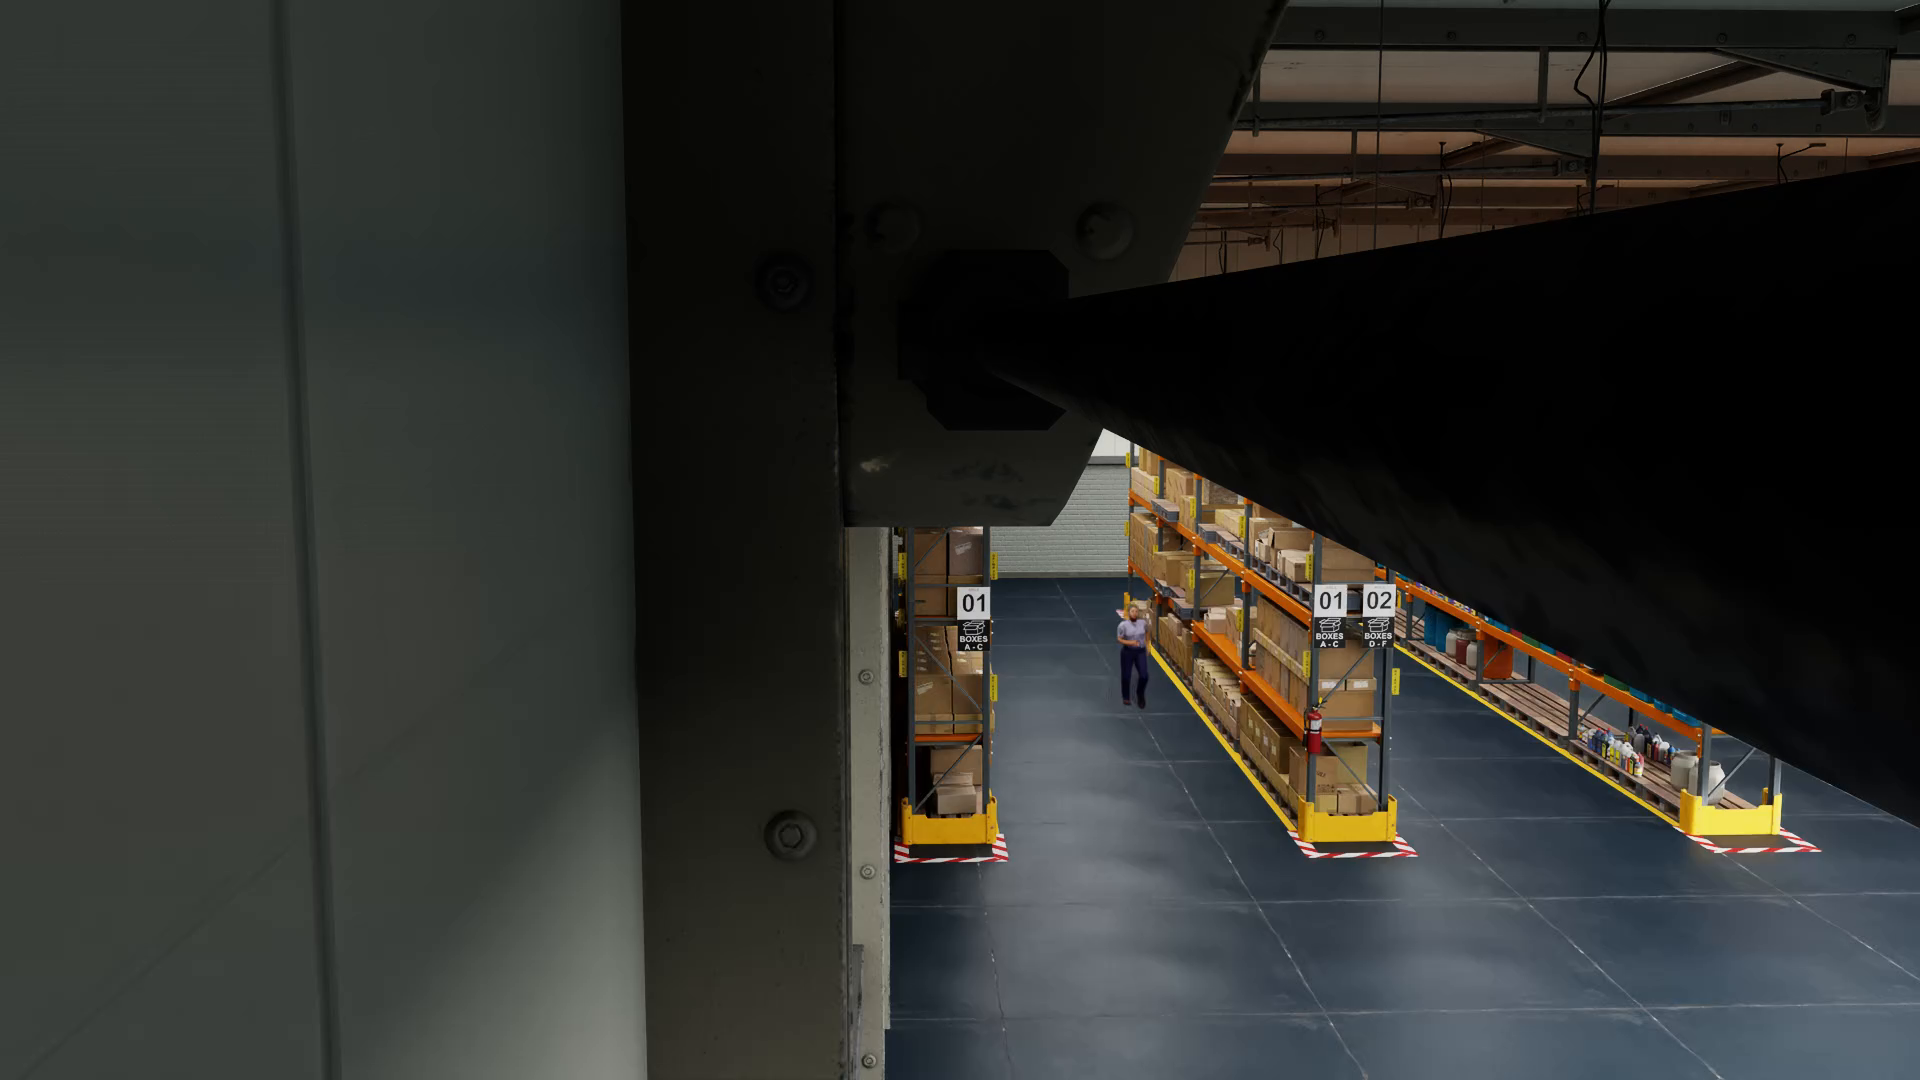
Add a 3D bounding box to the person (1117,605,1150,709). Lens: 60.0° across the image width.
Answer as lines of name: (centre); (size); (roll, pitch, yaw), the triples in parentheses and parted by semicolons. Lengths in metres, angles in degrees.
person: (2.787, 1.877, 26.471); (0.601, 1.689, 0.645); (-1, 7, -9)
